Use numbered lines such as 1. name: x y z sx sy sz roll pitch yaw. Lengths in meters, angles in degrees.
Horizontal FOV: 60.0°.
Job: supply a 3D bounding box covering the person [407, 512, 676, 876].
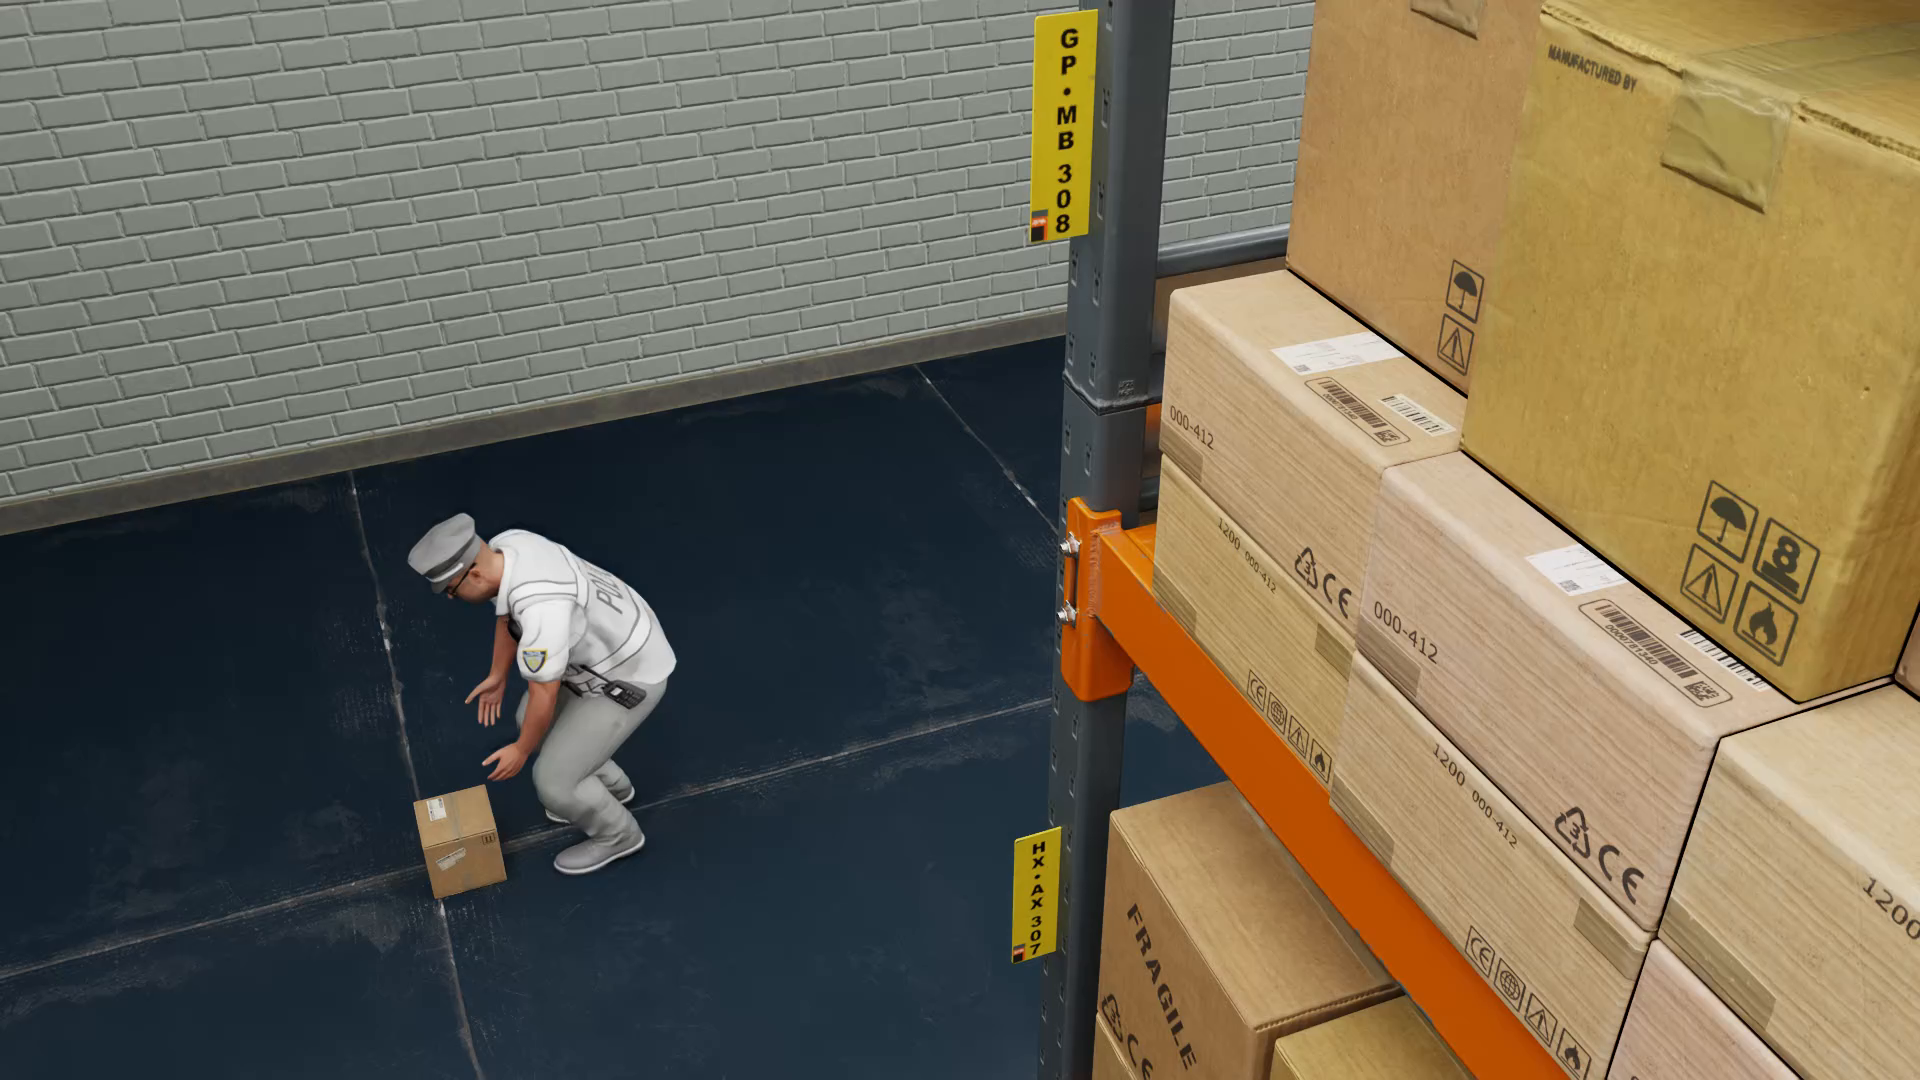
1. person: -1.362 0.502 5.663 0.792 1.439 0.590 -13 35 -19
